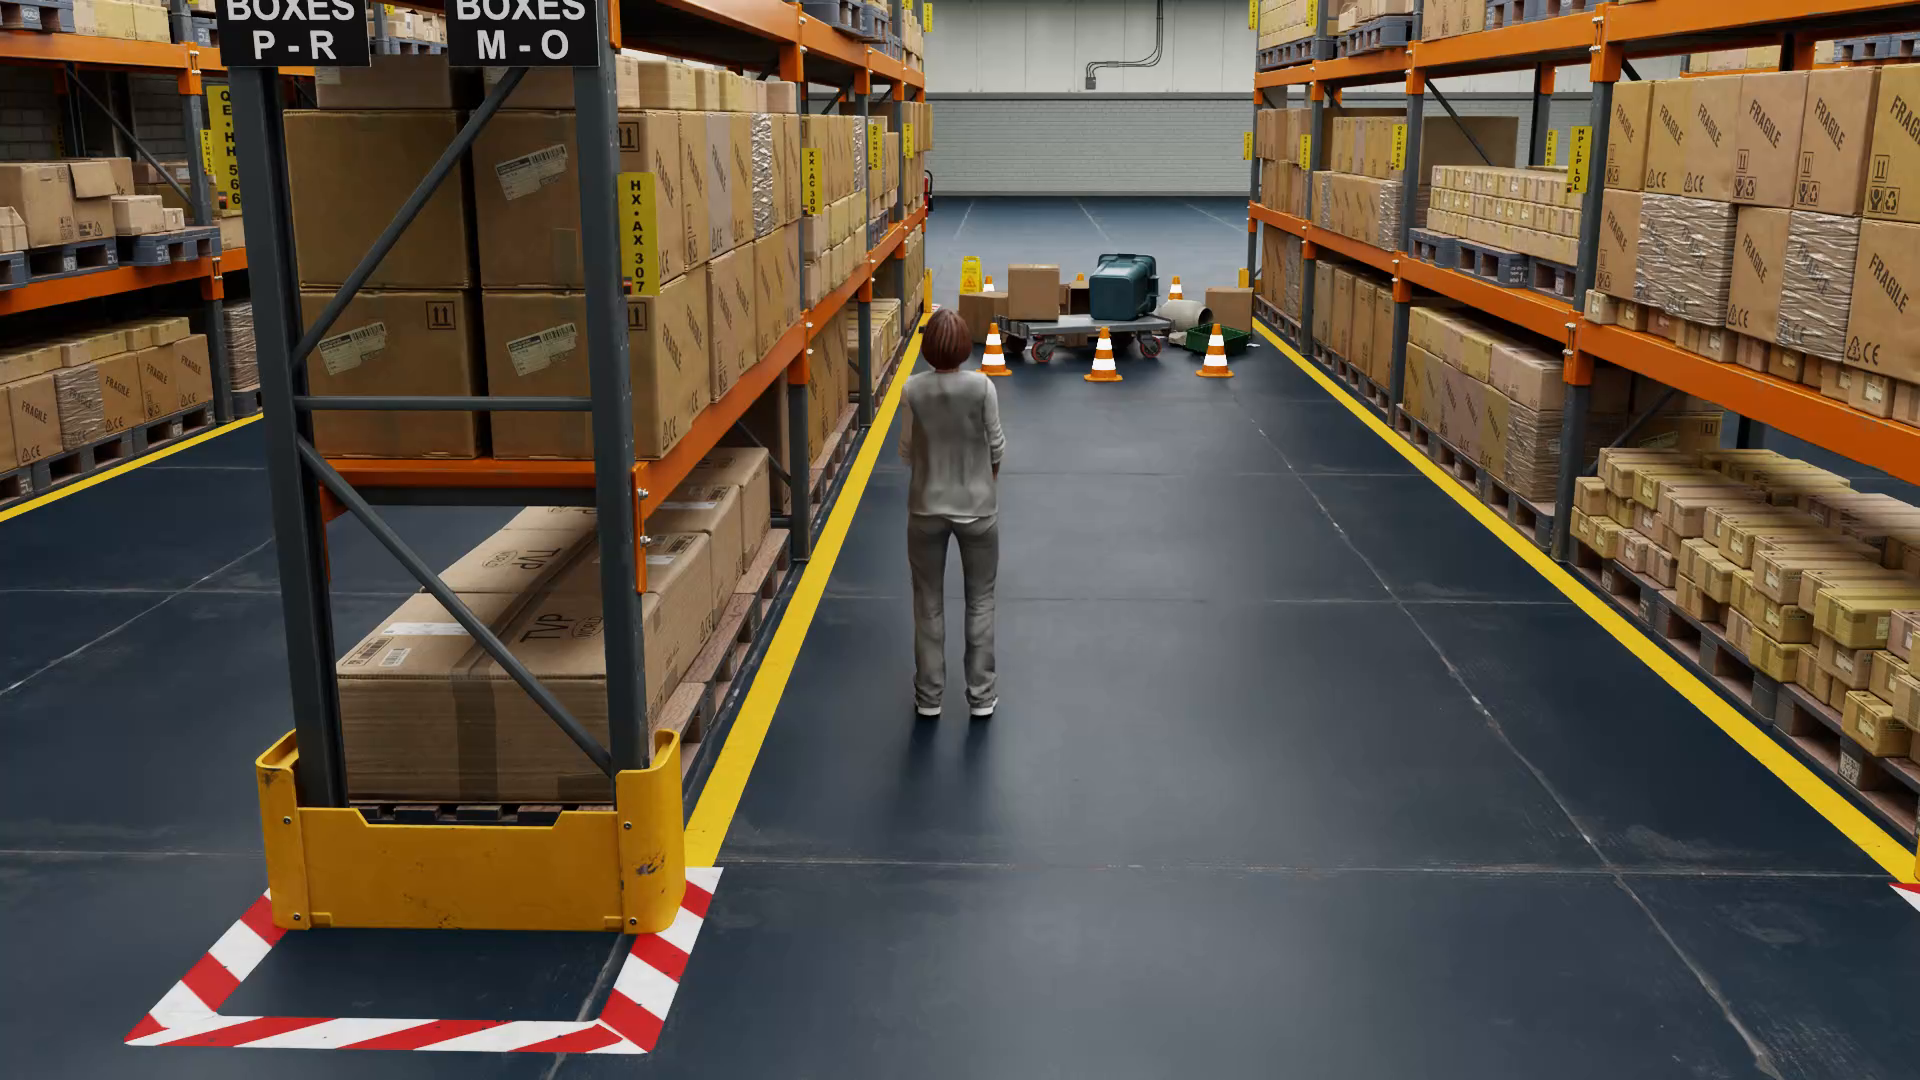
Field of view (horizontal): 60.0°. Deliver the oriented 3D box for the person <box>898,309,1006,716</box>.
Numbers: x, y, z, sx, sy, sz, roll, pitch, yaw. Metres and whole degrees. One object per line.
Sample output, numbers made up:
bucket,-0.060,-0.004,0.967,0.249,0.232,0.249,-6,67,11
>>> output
person,-0.029,-0.117,6.484,0.412,1.595,0.486,1,14,4
